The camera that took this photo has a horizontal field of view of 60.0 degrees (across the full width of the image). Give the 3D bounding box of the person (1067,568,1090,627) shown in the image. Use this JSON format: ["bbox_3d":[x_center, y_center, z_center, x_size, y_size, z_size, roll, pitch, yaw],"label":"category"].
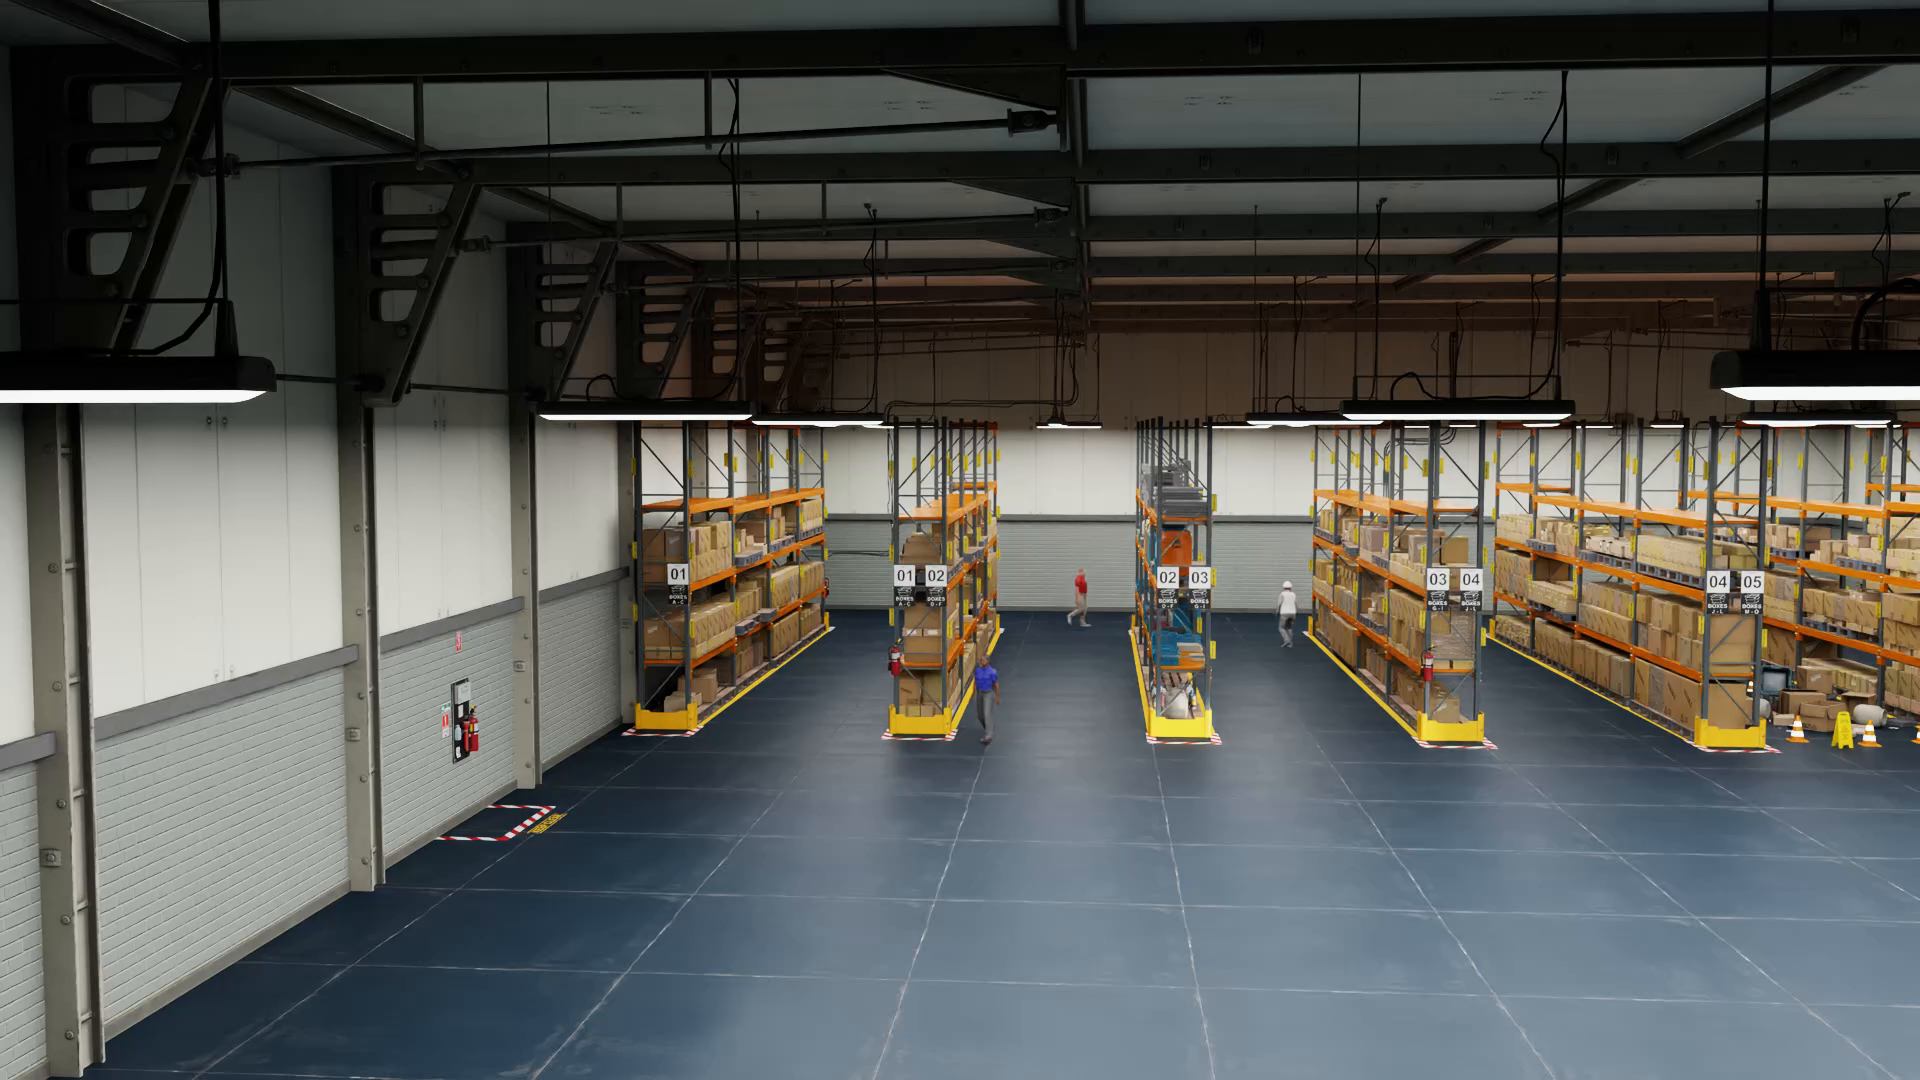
[{"bbox_3d":[3.481,1.678,48.602,0.640,1.717,0.588,2,4,24],"label":"person"}]

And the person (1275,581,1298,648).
[{"bbox_3d":[8.708,1.977,44.110,0.598,1.751,0.634,-1,4,-19],"label":"person"}]

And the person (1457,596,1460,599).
[{"bbox_3d":[14.363,1.790,47.247,0.696,1.646,0.499,-3,5,-41],"label":"person"}]

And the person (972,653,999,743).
[{"bbox_3d":[0.497,2.910,30.784,0.562,1.614,0.782,3,5,42],"label":"person"}]
